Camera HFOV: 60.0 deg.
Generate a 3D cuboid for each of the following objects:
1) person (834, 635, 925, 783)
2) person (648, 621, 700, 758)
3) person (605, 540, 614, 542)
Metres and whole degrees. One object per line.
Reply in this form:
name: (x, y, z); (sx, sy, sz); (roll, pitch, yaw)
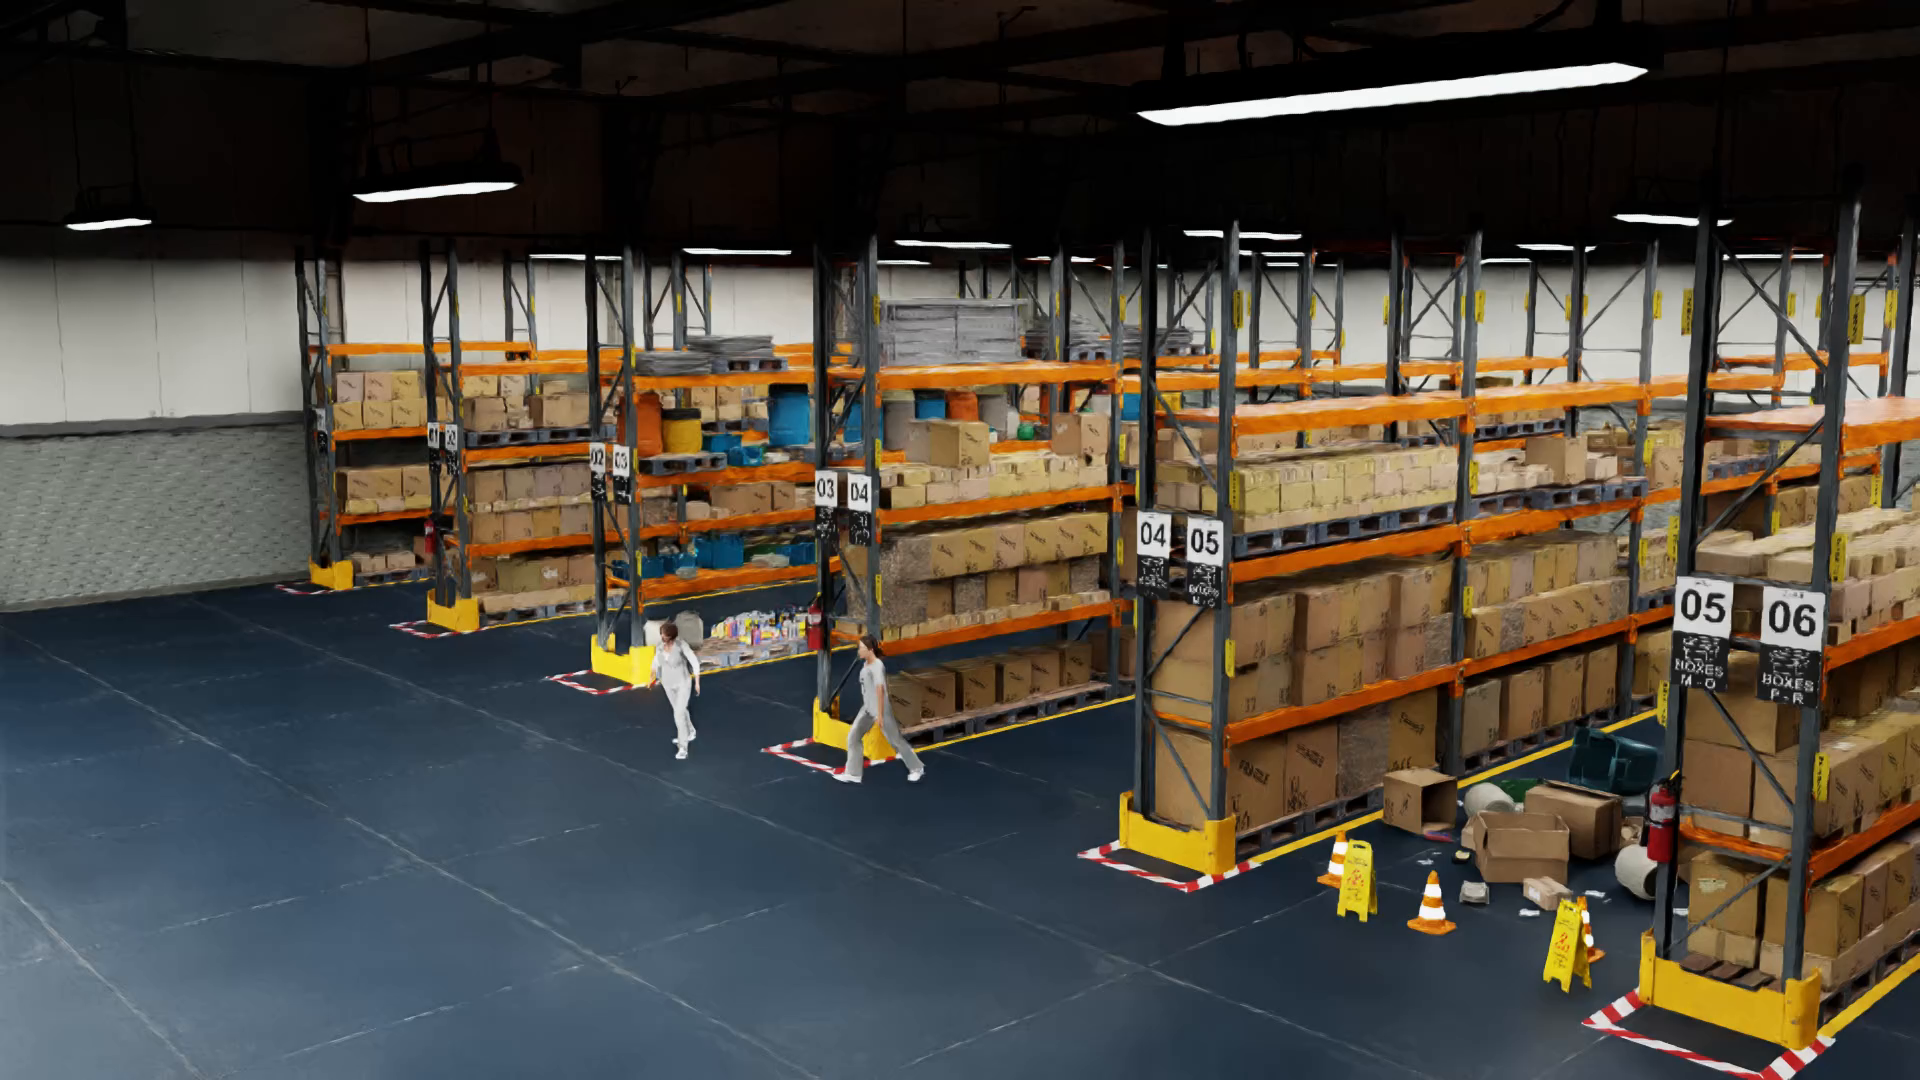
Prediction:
person: (-0.844, 1.796, 17.646); (0.953, 1.609, 0.495); (-3, 9, -22)
person: (-3.191, 1.642, 18.880); (0.554, 1.525, 0.786); (5, 10, 29)
person: (-6.841, -0.427, 32.070); (0.463, 1.782, 0.598); (4, 9, 23)
